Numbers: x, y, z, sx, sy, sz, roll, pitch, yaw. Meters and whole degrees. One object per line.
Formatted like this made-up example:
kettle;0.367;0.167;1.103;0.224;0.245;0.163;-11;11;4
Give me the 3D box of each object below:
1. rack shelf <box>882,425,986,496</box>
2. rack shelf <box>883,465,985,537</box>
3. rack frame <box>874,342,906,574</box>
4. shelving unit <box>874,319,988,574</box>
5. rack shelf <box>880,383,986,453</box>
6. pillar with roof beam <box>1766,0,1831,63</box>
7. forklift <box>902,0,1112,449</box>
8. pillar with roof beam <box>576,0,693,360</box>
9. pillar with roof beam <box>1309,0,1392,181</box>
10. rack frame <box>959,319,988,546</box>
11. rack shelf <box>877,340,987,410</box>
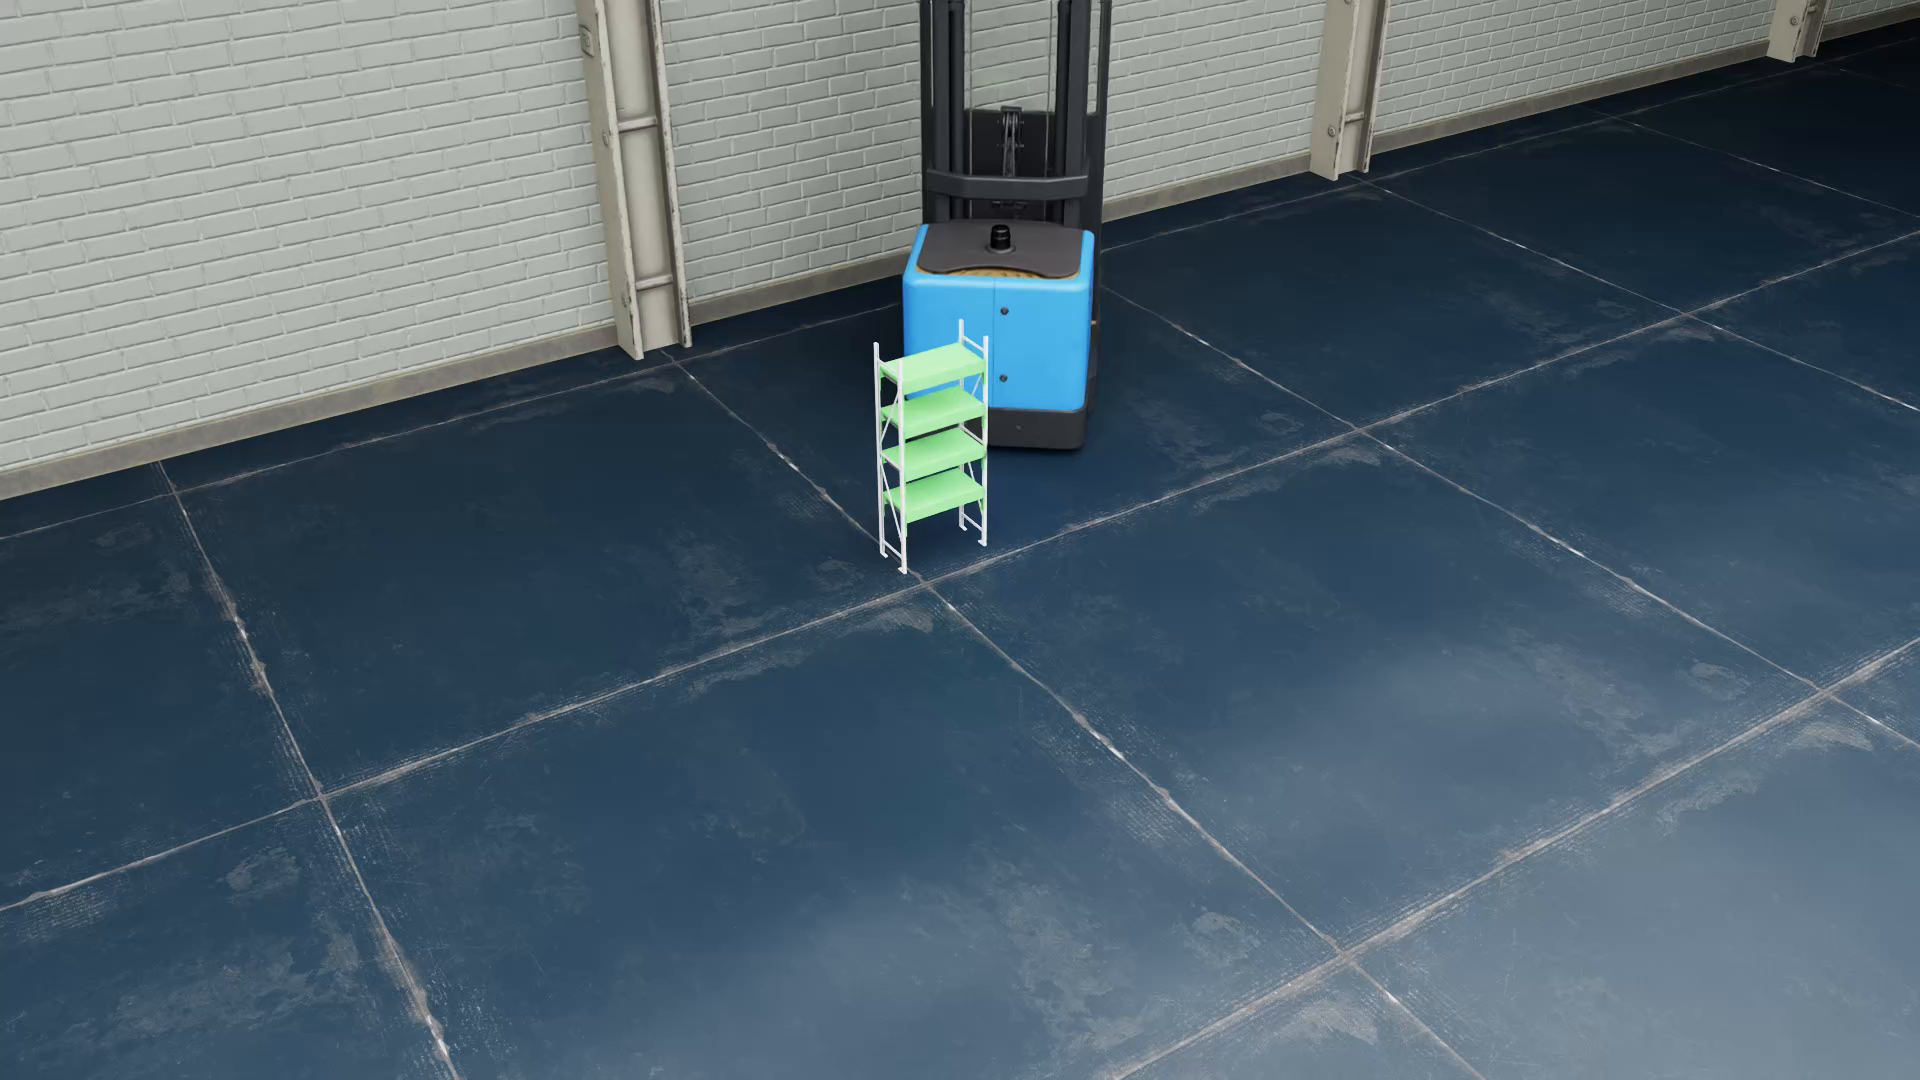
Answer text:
rack shelf;-0.139;-0.406;8.388;0.480;0.148;0.258;-19;37;-27
rack shelf;-0.139;-0.203;8.516;0.480;0.148;0.258;-19;37;-27
rack frame;-0.344;-0.389;8.242;0.015;1.200;0.240;-19;37;-27
shelving unit;-0.139;-0.460;8.354;0.503;1.200;0.258;-19;37;-27
rack shelf;-0.139;-0.609;8.260;0.480;0.148;0.258;-19;37;-27
pillar with roof beam;10.443;-6.612;10.797;0.400;9.000;9.100;-19;37;-27
forklift;0.340;-2.519;9.997;1.130;2.935;3.031;3;32;5
pillar with roof beam;0.357;-3.143;5.298;0.400;9.000;9.100;-19;37;-27
pillar with roof beam;5.400;-4.877;8.048;0.400;9.000;9.100;-19;37;-27
rack frame;0.066;-0.530;8.466;0.015;1.200;0.240;-19;37;-27
rack shelf;-0.139;-0.812;8.132;0.480;0.148;0.258;-19;37;-27
